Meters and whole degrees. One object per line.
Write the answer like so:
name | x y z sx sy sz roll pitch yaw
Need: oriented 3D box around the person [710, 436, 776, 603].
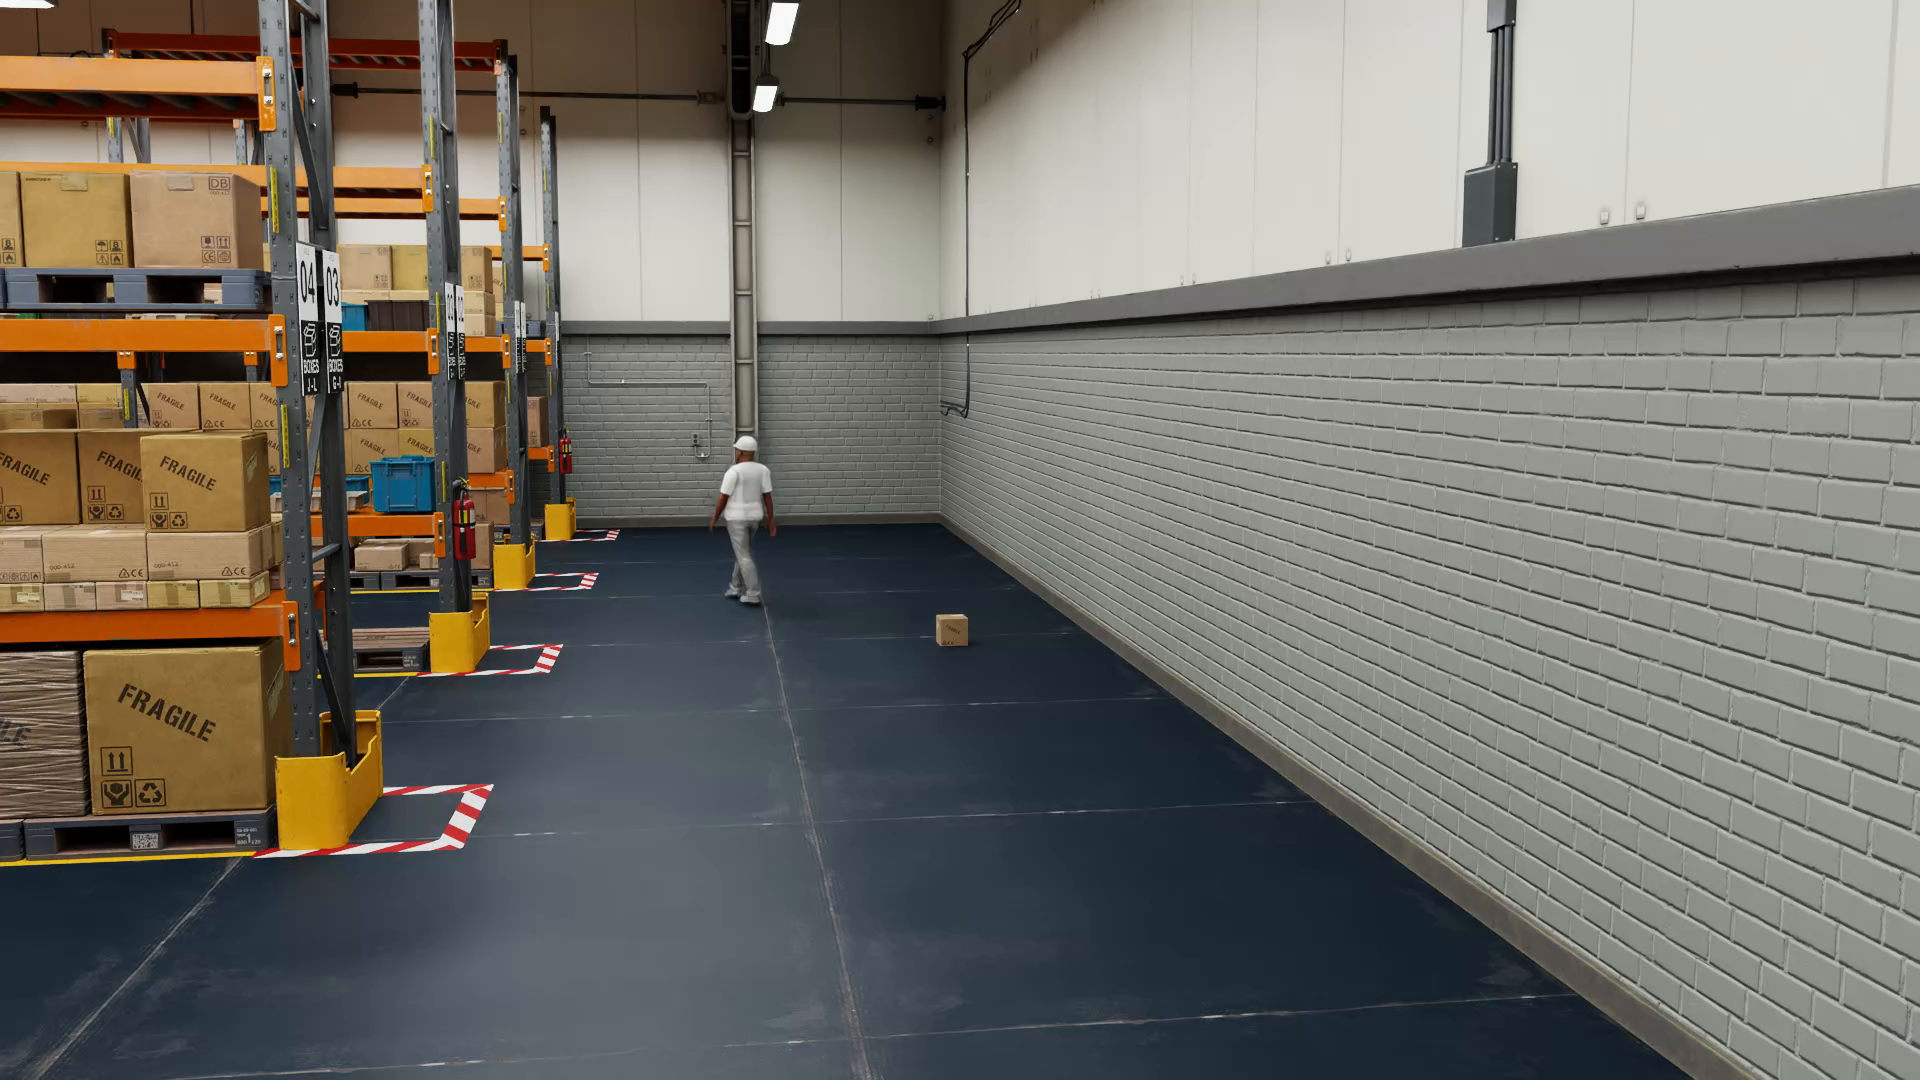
person | -2.338 -0.220 17.493 0.861 1.752 0.615 6 9 44
